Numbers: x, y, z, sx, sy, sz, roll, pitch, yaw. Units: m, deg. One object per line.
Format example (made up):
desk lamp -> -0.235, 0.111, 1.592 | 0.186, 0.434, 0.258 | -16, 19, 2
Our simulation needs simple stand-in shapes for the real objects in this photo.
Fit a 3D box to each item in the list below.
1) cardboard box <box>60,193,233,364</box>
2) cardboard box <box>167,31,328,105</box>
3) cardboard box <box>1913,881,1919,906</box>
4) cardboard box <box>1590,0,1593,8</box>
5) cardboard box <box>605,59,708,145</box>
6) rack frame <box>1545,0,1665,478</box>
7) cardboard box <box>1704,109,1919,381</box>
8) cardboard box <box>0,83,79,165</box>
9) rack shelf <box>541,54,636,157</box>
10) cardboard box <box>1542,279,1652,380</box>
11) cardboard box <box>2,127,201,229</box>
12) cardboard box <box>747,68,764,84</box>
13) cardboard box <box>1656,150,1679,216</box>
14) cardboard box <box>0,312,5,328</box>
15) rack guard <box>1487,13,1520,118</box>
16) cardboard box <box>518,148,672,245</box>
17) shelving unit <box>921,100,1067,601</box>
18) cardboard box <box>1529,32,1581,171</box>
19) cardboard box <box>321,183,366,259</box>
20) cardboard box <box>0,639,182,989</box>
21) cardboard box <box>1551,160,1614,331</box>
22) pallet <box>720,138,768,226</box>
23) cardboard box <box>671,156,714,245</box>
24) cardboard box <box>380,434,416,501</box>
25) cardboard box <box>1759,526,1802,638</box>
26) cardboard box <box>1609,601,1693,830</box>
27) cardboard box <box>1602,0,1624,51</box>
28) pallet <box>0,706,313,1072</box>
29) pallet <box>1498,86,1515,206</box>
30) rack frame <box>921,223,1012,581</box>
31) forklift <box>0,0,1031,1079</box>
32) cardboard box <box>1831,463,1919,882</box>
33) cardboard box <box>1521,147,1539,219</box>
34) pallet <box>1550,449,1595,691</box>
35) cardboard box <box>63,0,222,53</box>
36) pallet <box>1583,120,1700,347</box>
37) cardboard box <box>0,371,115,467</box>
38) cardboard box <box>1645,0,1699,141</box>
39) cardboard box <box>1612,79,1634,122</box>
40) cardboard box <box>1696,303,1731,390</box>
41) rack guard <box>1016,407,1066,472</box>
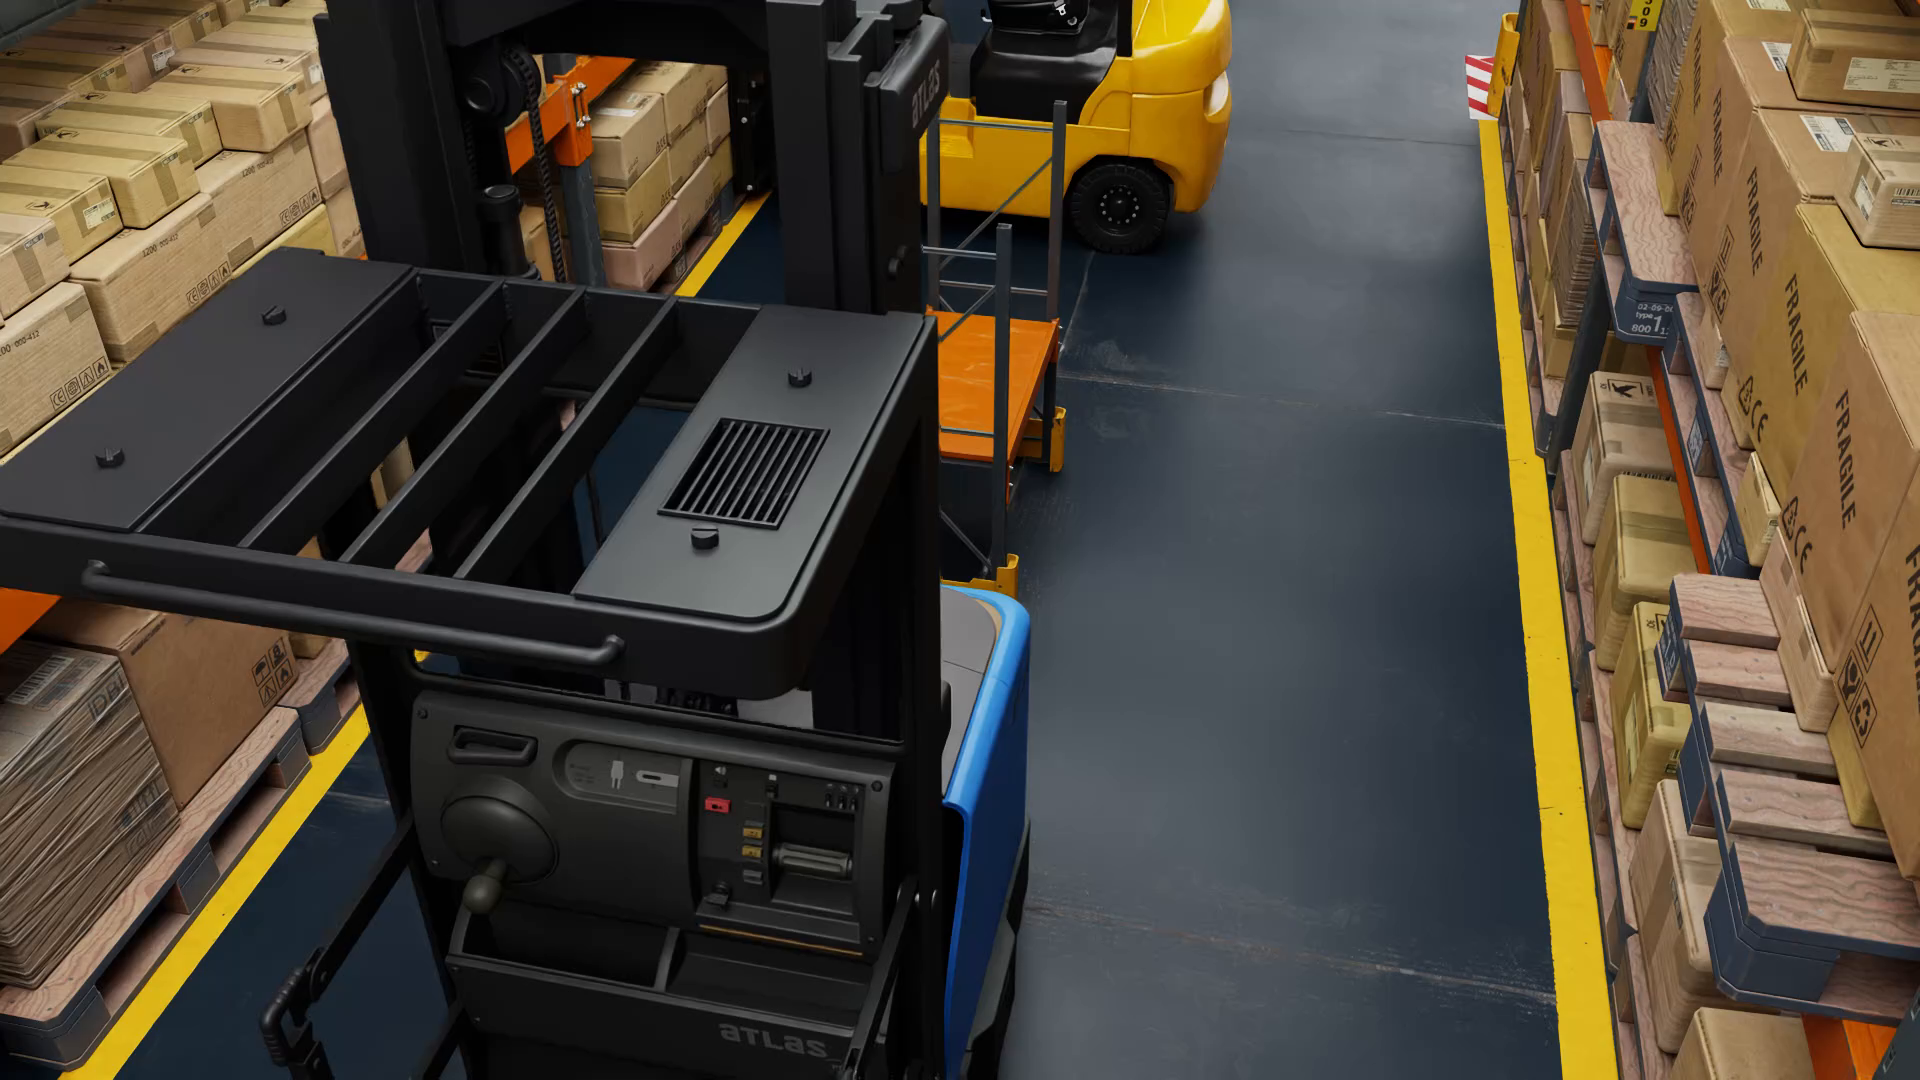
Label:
cardboard box -> -2.303, -0.714, 4.381 | 0.500, 0.250, 0.500 | 6, 36, 9
cardboard box -> -2.120, -1.400, 4.988 | 0.380, 0.149, 0.250 | 8, 37, 10
cardboard box -> 1.816, 0.570, 2.763 | 0.380, 0.149, 0.250 | 9, 37, 12
cardboard box -> 2.899, -2.284, 7.059 | 0.380, 0.149, 0.250 | 7, 36, 9
cardboard box -> -1.491, -2.049, 7.654 | 0.500, 0.250, 0.500 | 7, 37, 10
rack frame -> 2.830, -1.437, 5.677 | 1.000, 3.000, 0.127 | 7, 37, 10
cardboard box -> 2.125, -0.670, 3.923 | 0.500, 0.500, 0.500 | 6, 36, 8
cardboard box -> -2.693, -1.162, 4.659 | 0.380, 0.149, 0.250 | 8, 37, 11
rack shelf -> -1.593, -2.913, 8.326 | 1.077, 0.370, 4.000 | 7, 37, 10
cardboard box -> 2.694, -0.866, 6.875 | 0.500, 0.250, 0.500 | 9, 37, 12
cardboard box -> -2.253, -0.954, 4.373 | 0.380, 0.149, 0.250 | 8, 37, 11
cardboard box -> -1.282, -2.420, 8.592 | 0.500, 0.250, 0.500 | 7, 37, 10
cardboard box -> 2.341, -1.086, 5.049 | 0.380, 0.149, 0.250 | 8, 37, 11
cardboard box -> -2.433, -0.517, 3.769 | 0.380, 0.149, 0.250 | 8, 37, 11
rack guard -> 3.668, -2.675, 9.514 | 1.175, 0.500, 0.348 | 7, 37, 10
cardboard box -> -1.615, -1.555, 7.399 | 0.500, 0.250, 0.500 | 7, 37, 10
shelving unit -> 0.016, -0.651, 5.870 | 0.587, 1.500, 1.083 | 7, 37, 10
cardboard box -> 3.015, -2.062, 7.886 | 0.500, 0.500, 0.500 | 8, 37, 11
cardboard box -> -2.110, -1.105, 5.346 | 0.500, 0.250, 0.500 | 8, 37, 10
cardboard box -> -2.728, 0.672, 4.433 | 0.875, 0.625, 0.625 | 8, 37, 11
cardboard box -> 2.694, -1.170, 6.655 | 0.500, 0.500, 0.500 | 7, 36, 9
pallet -> -1.551, -2.080, 8.940 | 1.003, 0.211, 1.213 | 7, 37, 10
cardboard box -> -1.500, -1.643, 7.946 | 0.500, 0.250, 0.500 | 7, 36, 9
cardboard box -> -2.294, -0.521, 6.079 | 0.875, 0.625, 0.625 | 7, 37, 9
cardboard box -> 1.874, 0.114, 3.393 | 0.380, 0.149, 0.250 | 6, 36, 8
cardboard box -> 2.423, 0.569, 4.790 | 0.950, 0.372, 0.625 | 8, 37, 12
cardboard box -> 2.785, -2.180, 6.363 | 0.500, 0.500, 0.500 | 9, 37, 12
pallet -> -2.660, 0.898, 4.831 | 1.003, 0.211, 1.213 | 7, 37, 10
pallet -> 3.460, -2.096, 8.963 | 1.003, 0.211, 1.213 | 7, 37, 10
rack frame -> -0.090, -0.365, 5.475 | 0.500, 1.500, 0.032 | 7, 37, 10
forklift -> -0.627, 0.604, 2.919 | 1.130, 2.935, 3.031 | 7, 37, 10
cardboard box -> 1.801, 0.230, 2.681 | 0.500, 0.500, 0.500 | 6, 36, 9
cardboard box -> 3.021, -1.753, 8.098 | 0.500, 0.250, 0.500 | 10, 37, 13
pallet -> 2.665, 0.138, 5.879 | 1.003, 0.211, 1.213 | 7, 37, 10
cardboard box -> -2.580, -1.607, 5.273 | 0.380, 0.149, 0.250 | 7, 37, 10
pallet -> 2.525, -0.940, 5.154 | 1.003, 0.211, 1.213 | 7, 37, 10
cardboard box -> -2.428, -0.215, 4.118 | 0.500, 0.250, 0.500 | 7, 36, 9
cardboard box -> 2.450, -1.535, 5.116 | 0.500, 0.500, 0.500 | 8, 37, 11
cardboard box -> 2.601, -1.558, 6.058 | 0.380, 0.149, 0.250 | 7, 37, 9
cardboard box -> 2.098, -0.484, 4.219 | 0.380, 0.149, 0.250 | 9, 37, 12
rack guard -> 0.123, -0.430, 6.631 | 0.587, 0.250, 0.087 | 7, 37, 10
